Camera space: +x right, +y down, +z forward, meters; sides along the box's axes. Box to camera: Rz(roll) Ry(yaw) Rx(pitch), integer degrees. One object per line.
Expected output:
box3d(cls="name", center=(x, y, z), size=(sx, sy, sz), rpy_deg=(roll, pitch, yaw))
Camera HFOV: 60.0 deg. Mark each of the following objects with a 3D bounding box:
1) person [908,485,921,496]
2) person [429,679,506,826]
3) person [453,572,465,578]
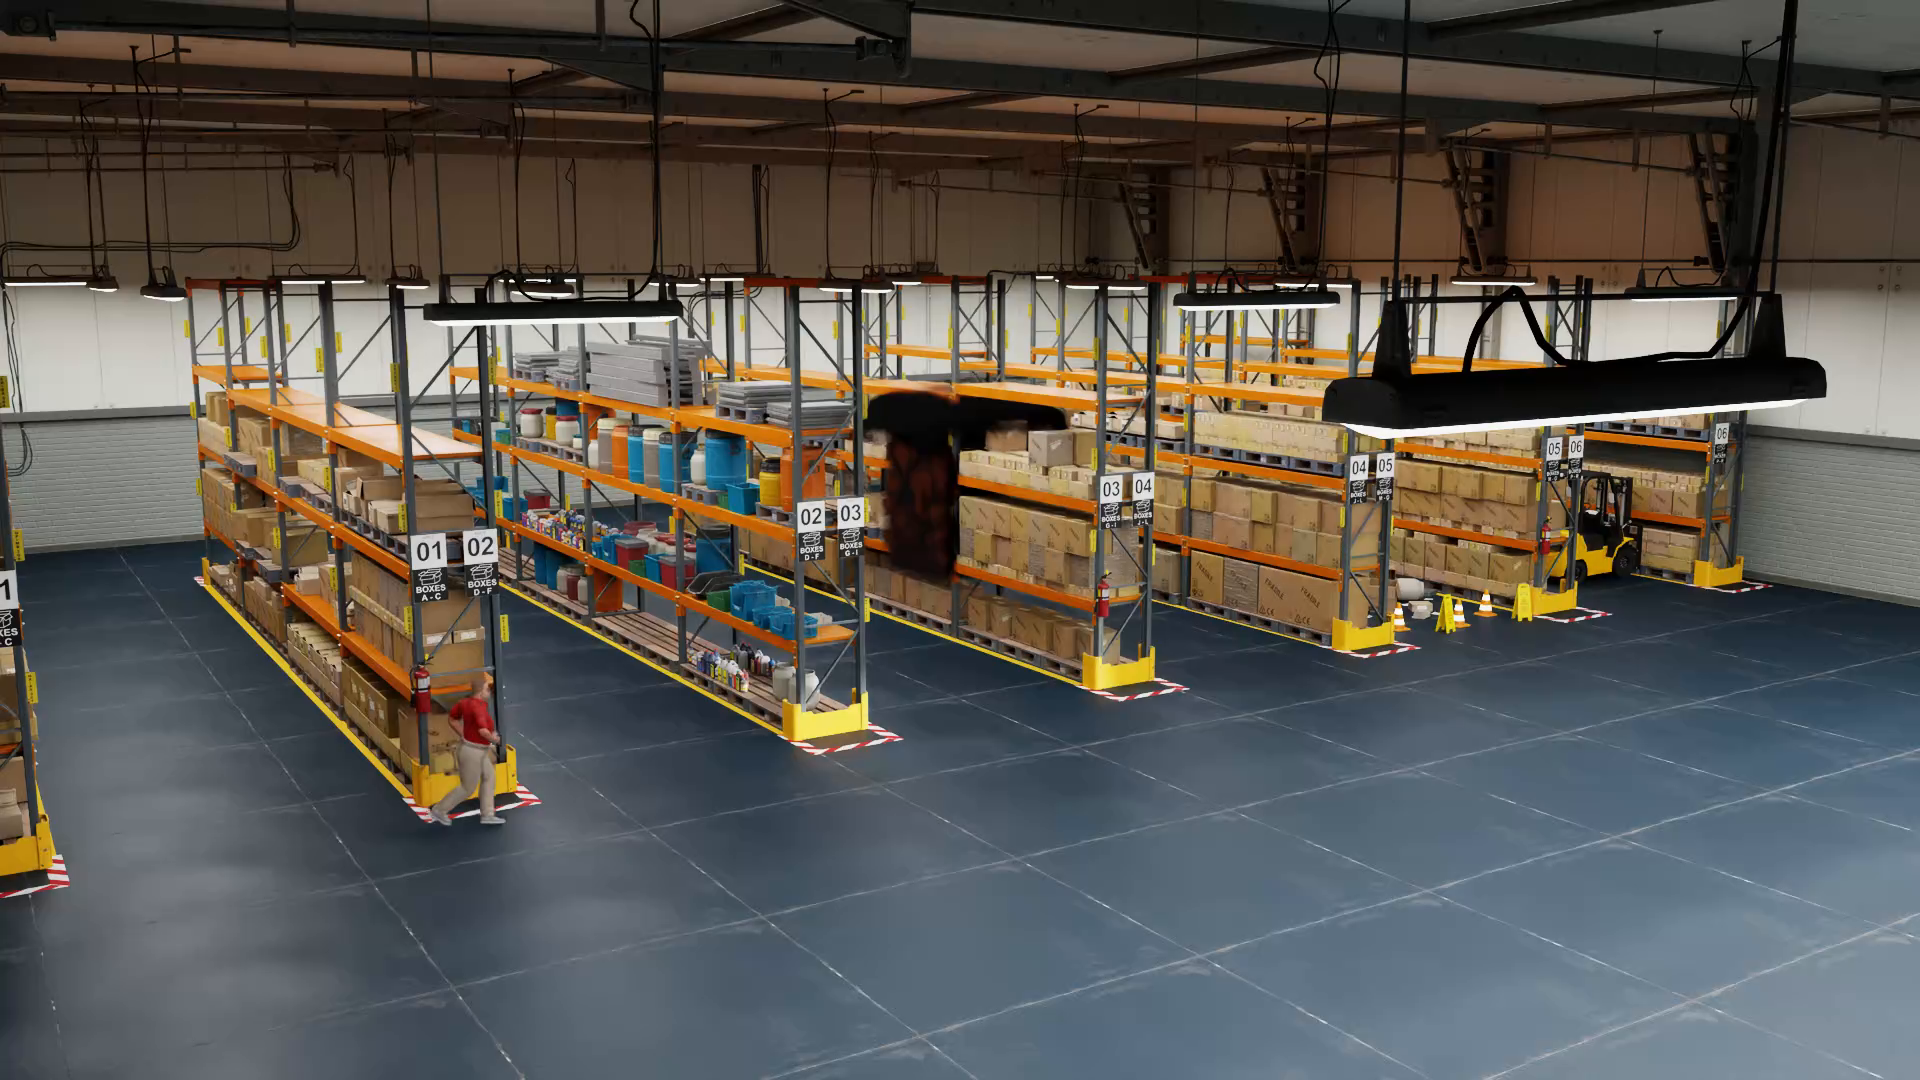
box3d(cls="person", center=(-1.128, -1.885, 43.849), size=(0.639, 1.801, 0.712), rpy_deg=(9, 13, 42))
box3d(cls="person", center=(-5.515, 2.417, 18.553), size=(0.837, 1.712, 0.633), rpy_deg=(-5, 11, -26))
box3d(cls="person", center=(-9.620, 0.278, 31.654), size=(0.605, 1.574, 0.744), rpy_deg=(-8, 12, -39))
